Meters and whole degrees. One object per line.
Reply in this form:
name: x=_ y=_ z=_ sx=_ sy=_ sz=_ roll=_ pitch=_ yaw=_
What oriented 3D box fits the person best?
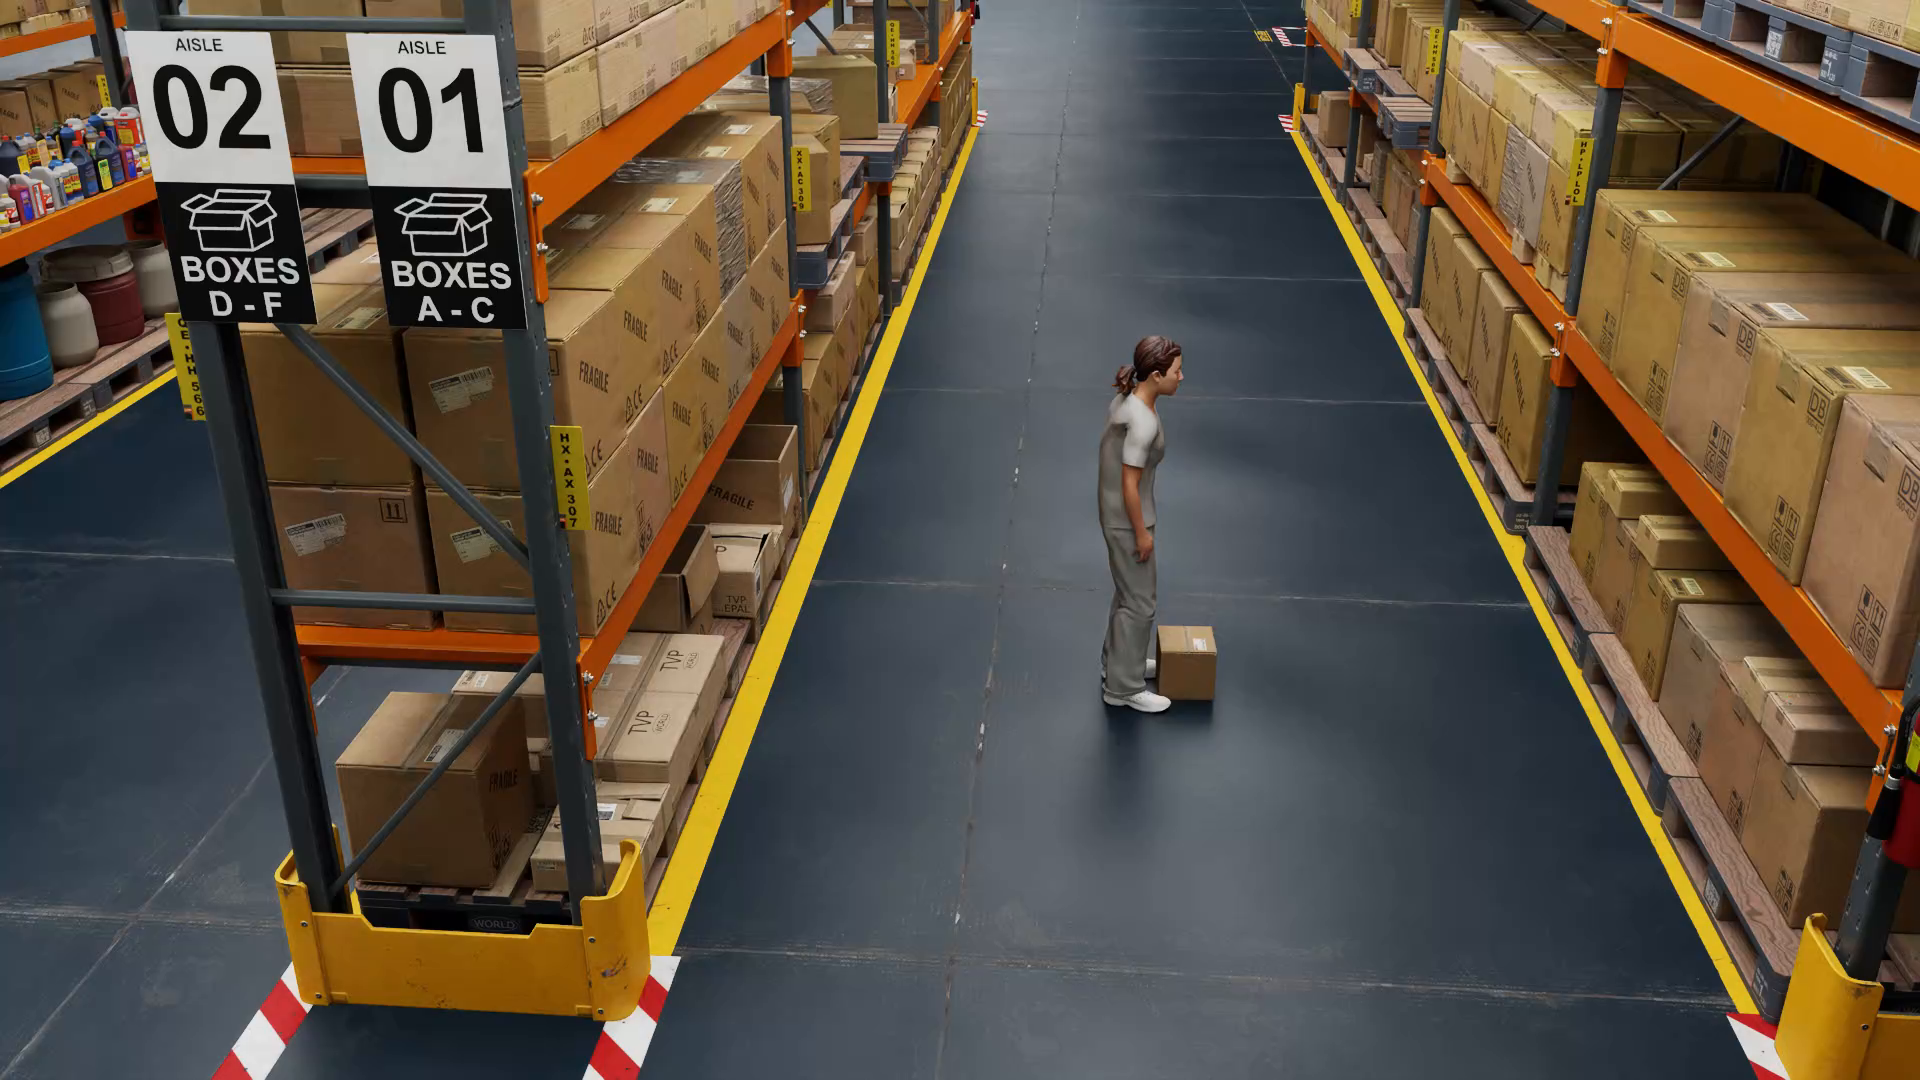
person: x=0.777 y=-0.086 z=7.296 sx=0.359 sy=1.672 sz=0.485 roll=2 pitch=25 yaw=3
